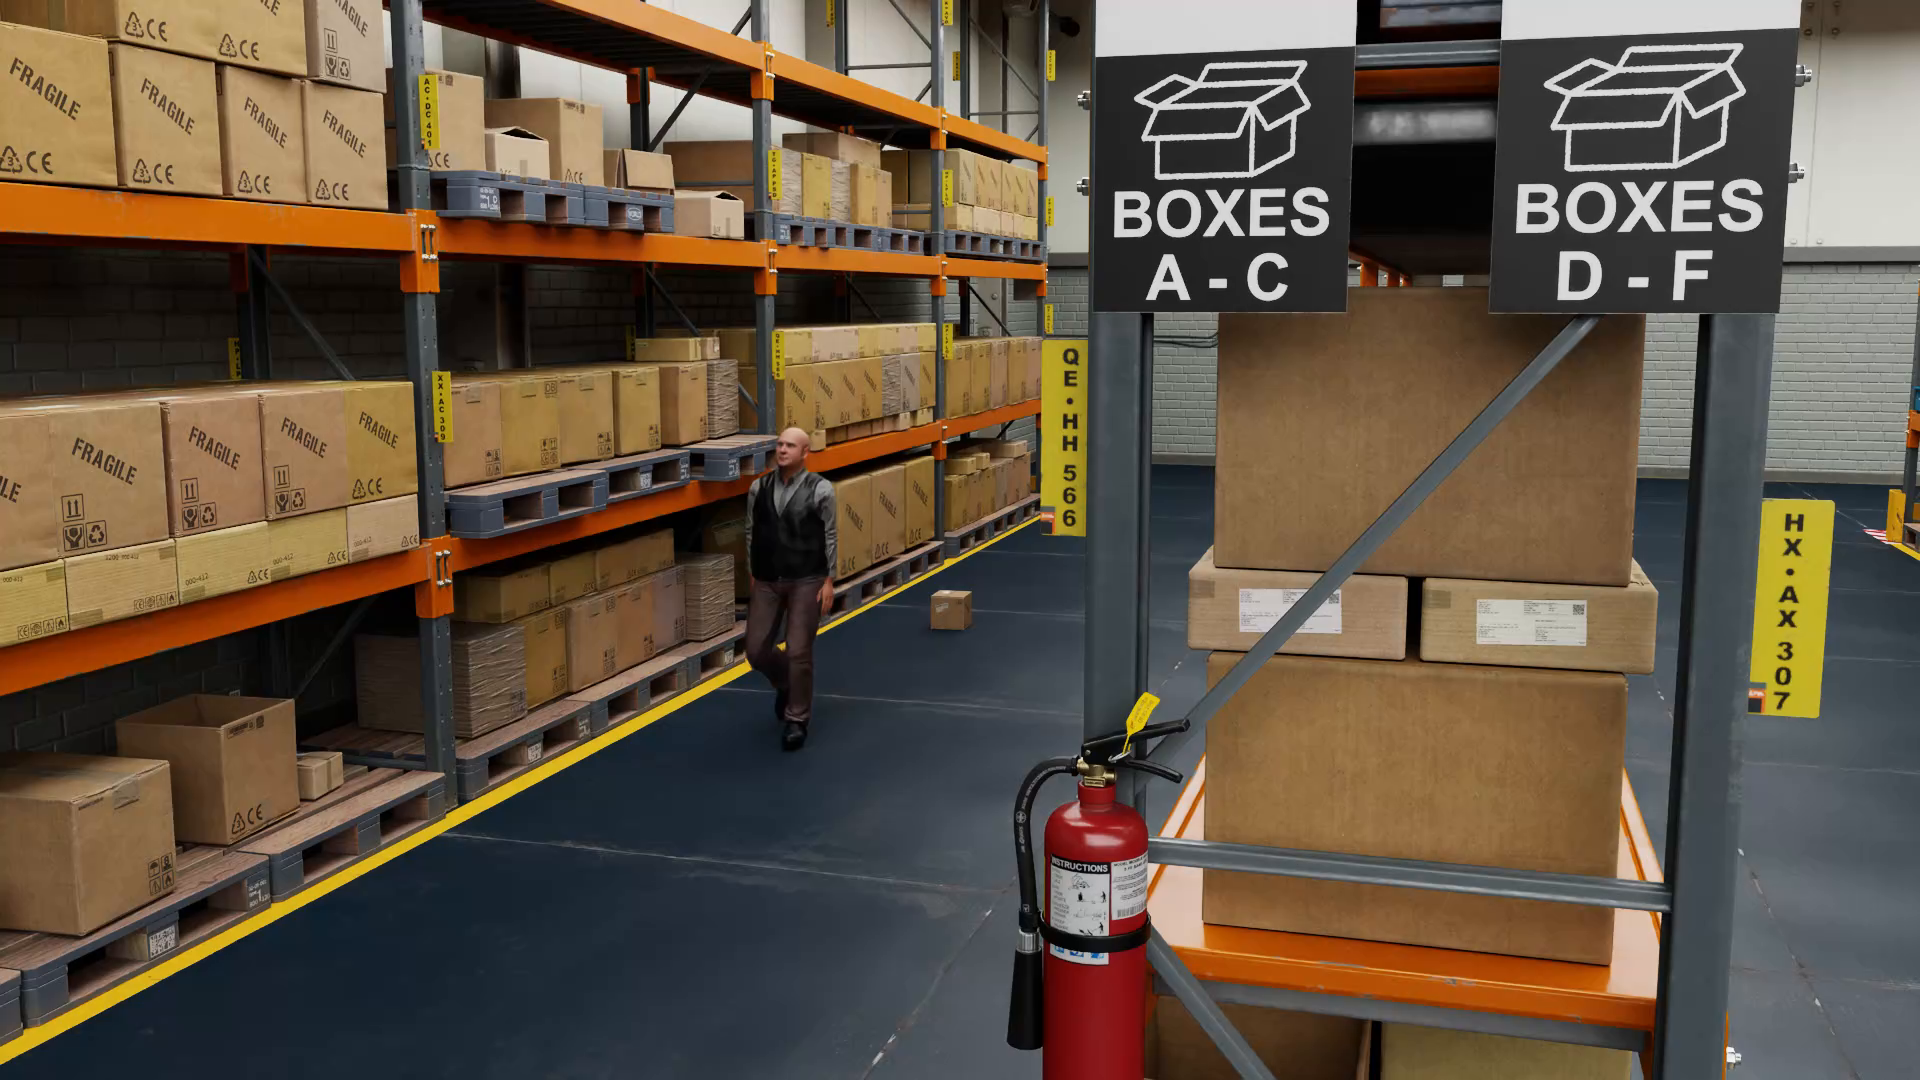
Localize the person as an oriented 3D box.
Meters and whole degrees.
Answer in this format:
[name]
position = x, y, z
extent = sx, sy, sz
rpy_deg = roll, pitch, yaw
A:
[person]
position = -0.934, 0.305, 9.192
extent = 0.539, 1.450, 0.484
rpy_deg = 2, 8, 13
